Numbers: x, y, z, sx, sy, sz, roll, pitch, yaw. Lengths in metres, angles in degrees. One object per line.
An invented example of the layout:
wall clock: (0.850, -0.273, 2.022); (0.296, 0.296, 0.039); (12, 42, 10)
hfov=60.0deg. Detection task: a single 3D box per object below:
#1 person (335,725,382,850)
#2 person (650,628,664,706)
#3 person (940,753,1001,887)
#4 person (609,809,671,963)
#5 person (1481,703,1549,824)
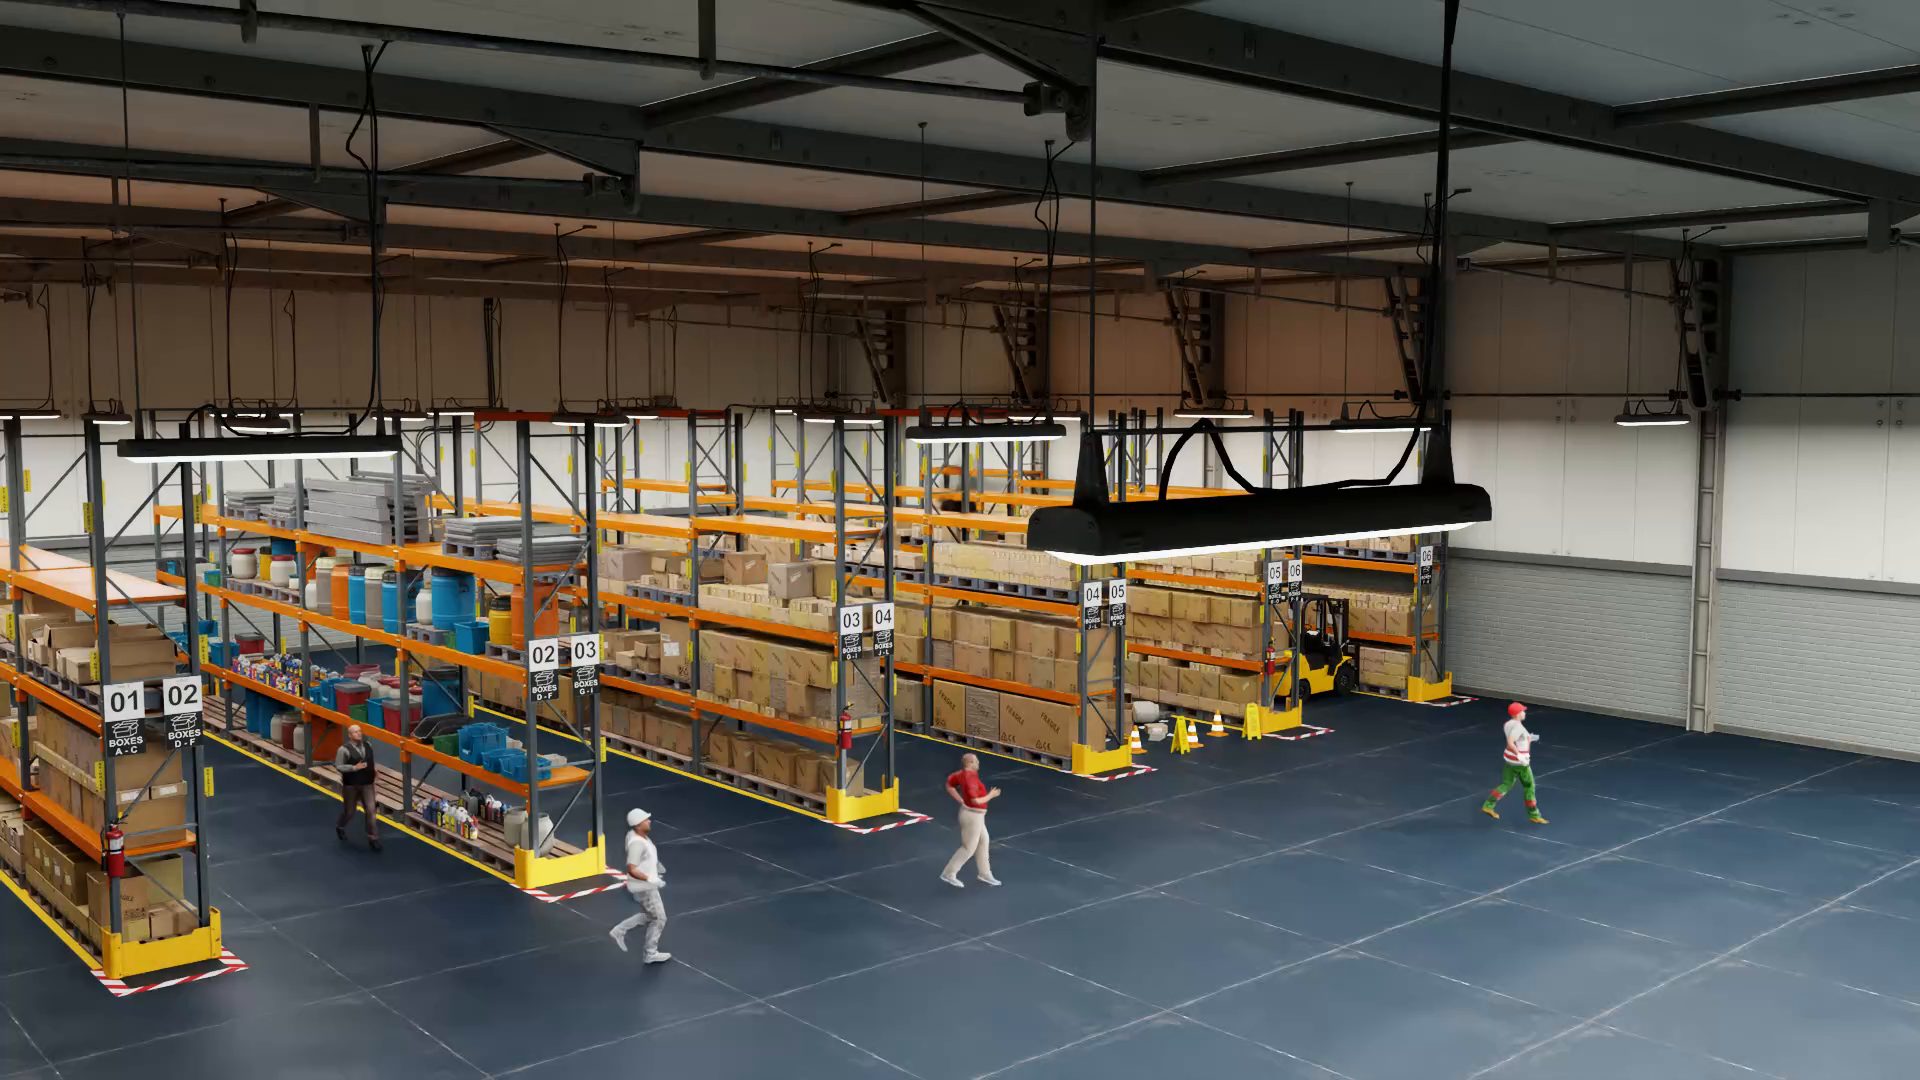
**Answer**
person: (-8.379, 3.417, 23.153); (0.971, 1.707, 0.657); (5, 7, 44)
person: (-6.038, 2.595, 32.995); (0.592, 1.736, 0.684); (-5, 7, -43)
person: (0.139, 3.597, 21.239); (0.823, 1.768, 0.647); (-1, 5, -10)
person: (-3.564, 3.843, 18.472); (0.675, 1.734, 0.685); (-1, 5, -13)
person: (8.155, 3.265, 24.363); (0.981, 1.785, 0.658); (-1, 5, -7)
